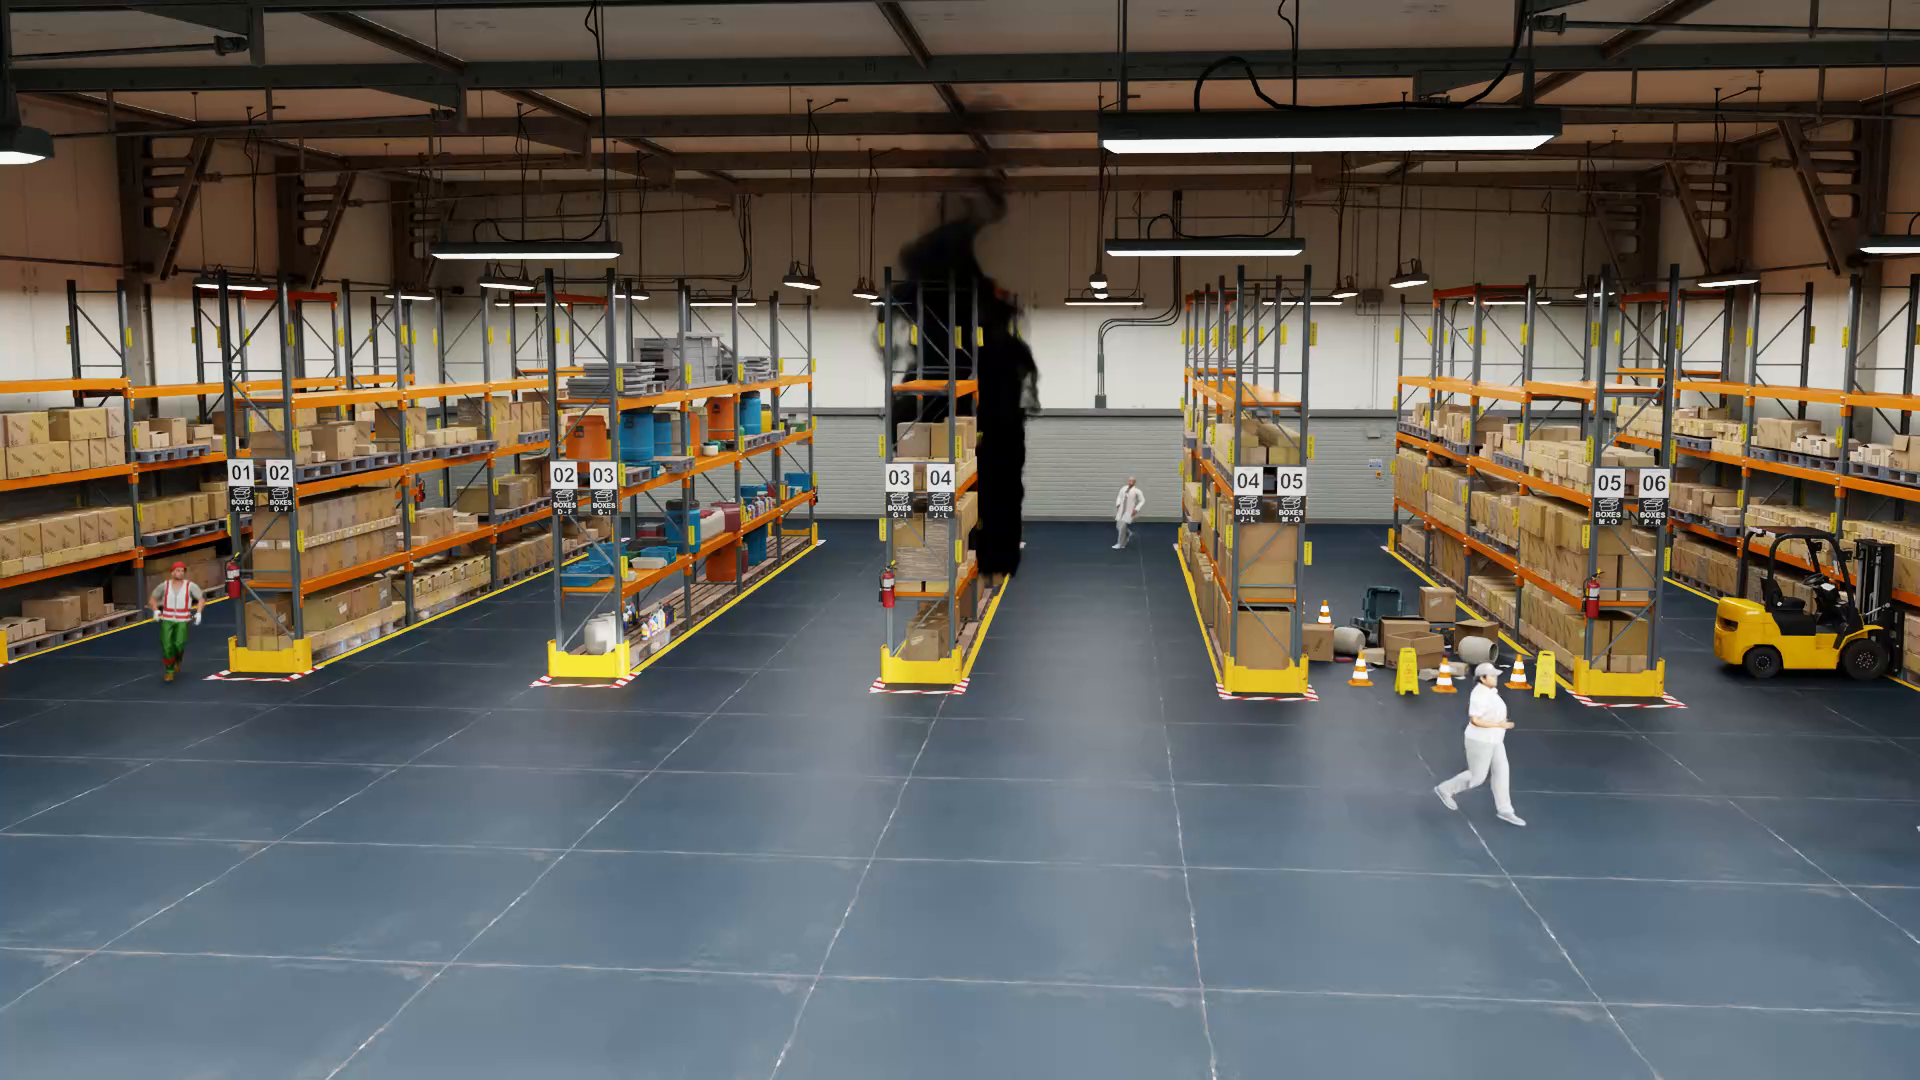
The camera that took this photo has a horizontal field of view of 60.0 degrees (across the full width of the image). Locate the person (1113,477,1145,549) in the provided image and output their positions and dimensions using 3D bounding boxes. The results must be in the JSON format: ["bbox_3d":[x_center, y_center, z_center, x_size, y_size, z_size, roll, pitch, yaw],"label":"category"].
[{"bbox_3d":[4.046,-0.648,39.546,0.767,1.725,0.750,5,9,38],"label":"person"}]

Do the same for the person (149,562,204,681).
[{"bbox_3d":[-11.491,1.187,24.409,0.730,1.735,0.538,-3,7,-20],"label":"person"}]

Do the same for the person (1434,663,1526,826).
[{"bbox_3d":[5.408,2.090,17.207,0.921,1.667,0.609,5,9,36],"label":"person"}]
